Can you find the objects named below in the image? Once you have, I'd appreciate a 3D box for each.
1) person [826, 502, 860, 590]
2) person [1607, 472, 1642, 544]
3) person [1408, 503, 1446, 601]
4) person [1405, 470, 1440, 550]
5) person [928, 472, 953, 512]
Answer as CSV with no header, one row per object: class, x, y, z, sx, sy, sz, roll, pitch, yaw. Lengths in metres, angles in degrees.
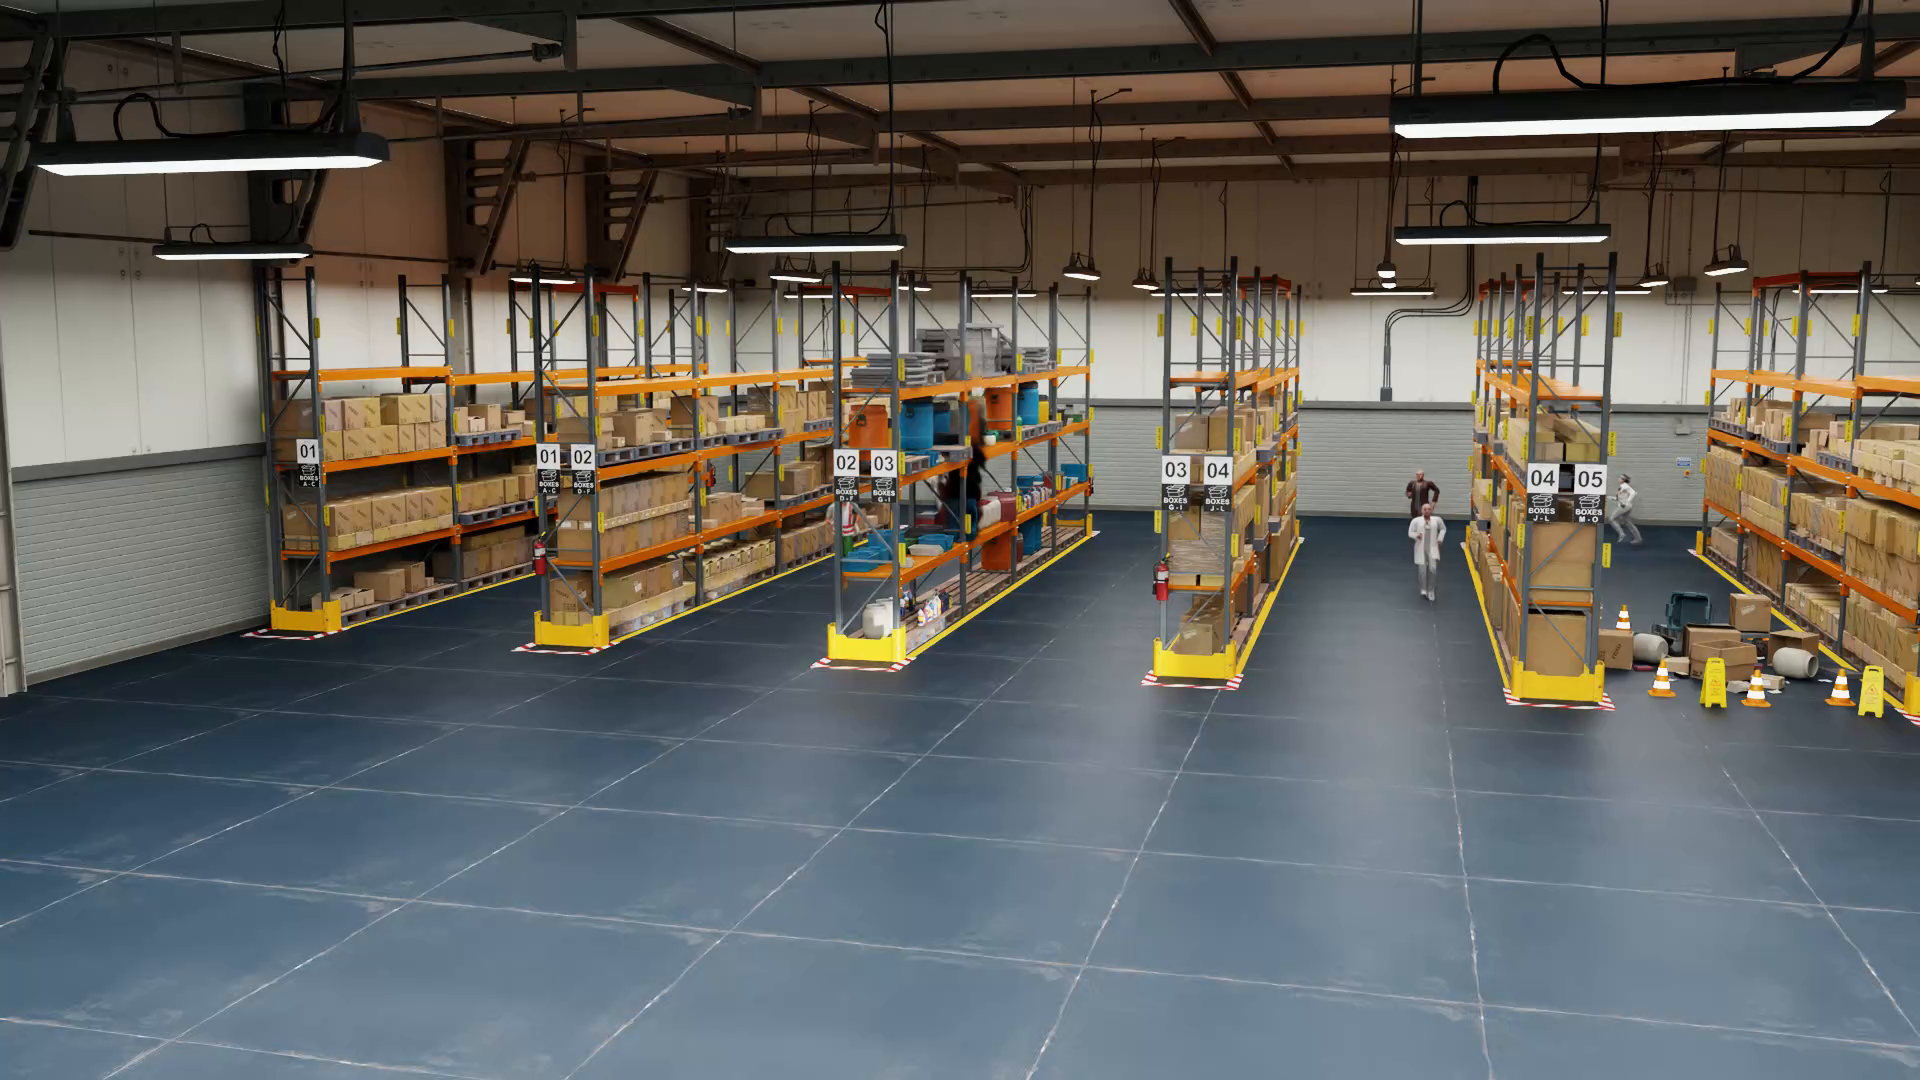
person,-2.159,-0.052,30.515,0.598,1.844,0.838,1,7,5
person,15.421,-0.735,38.601,0.830,1.669,0.621,4,8,27
person,8.645,0.232,30.813,0.682,1.824,0.812,2,8,15
person,10.566,-0.708,38.165,0.732,1.818,0.952,7,10,42
person,-0.464,-1.088,41.743,0.605,1.686,0.671,-3,8,-21
